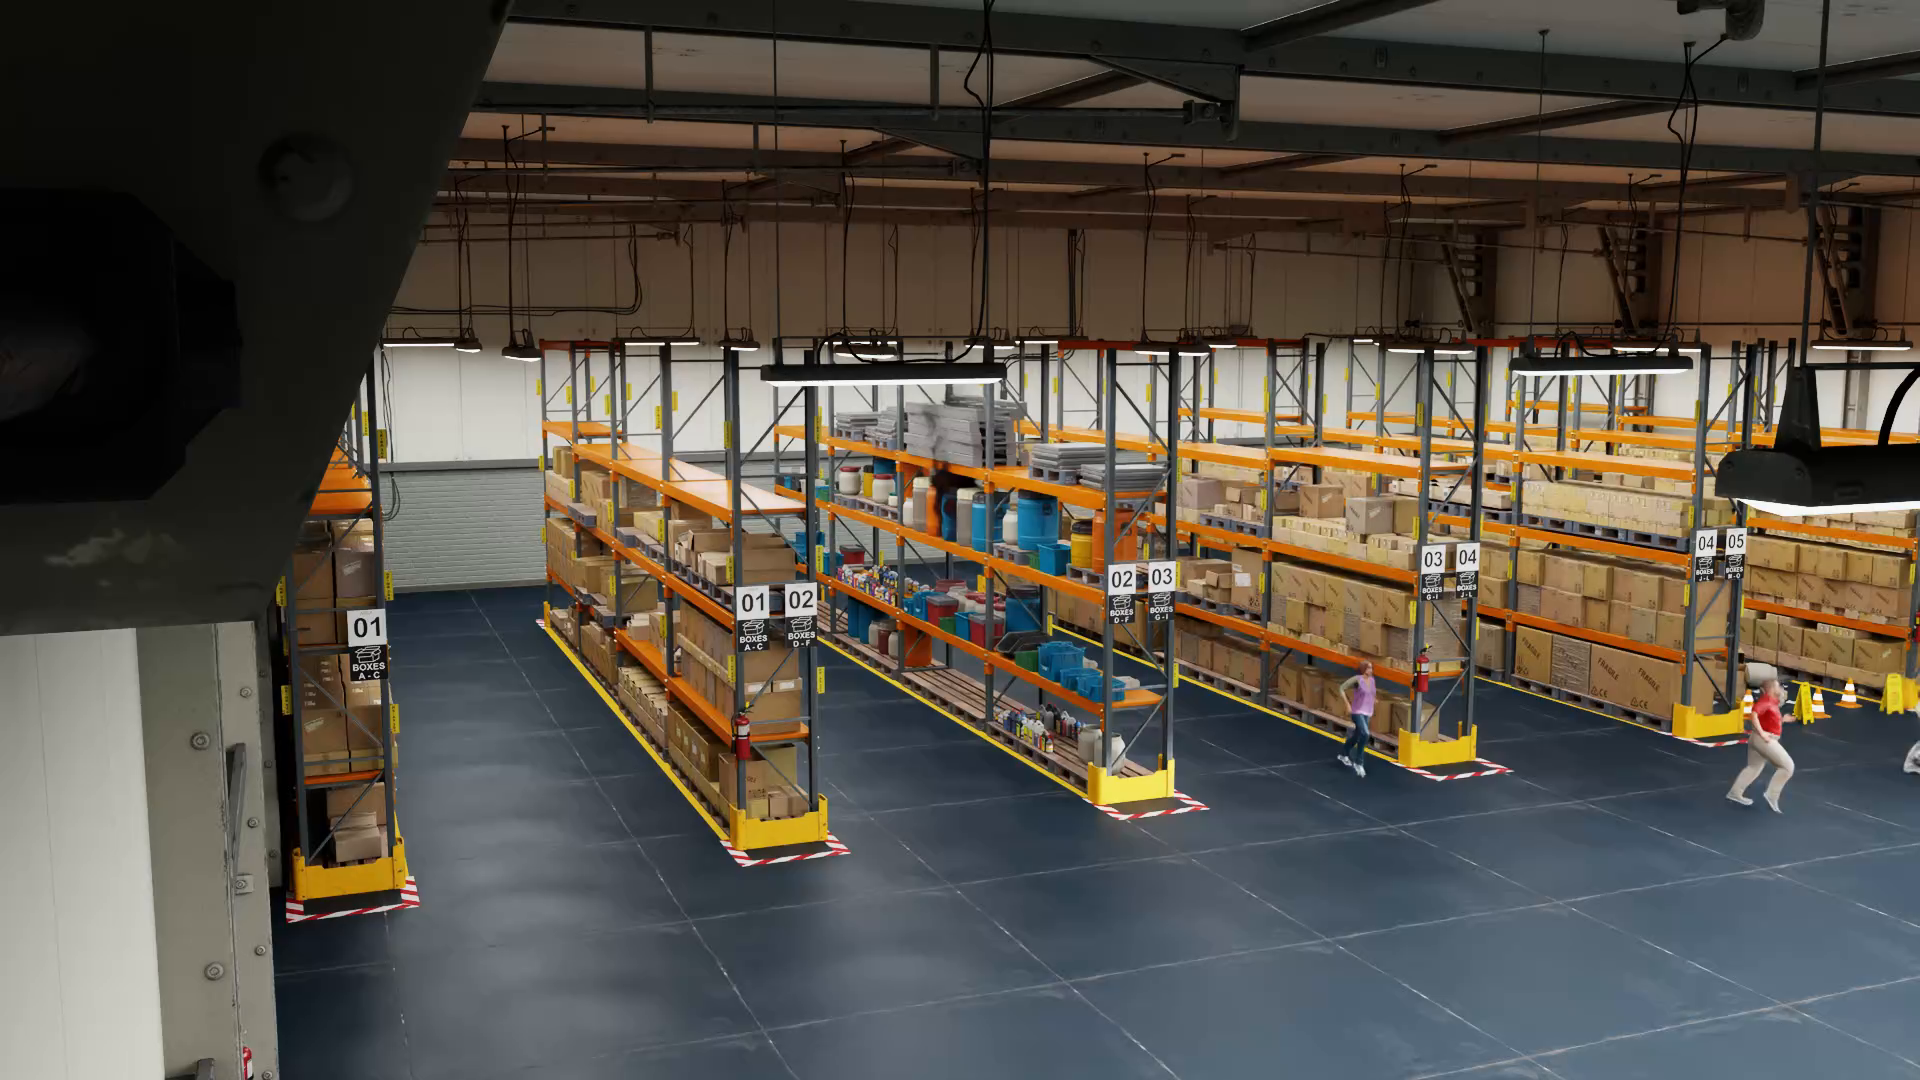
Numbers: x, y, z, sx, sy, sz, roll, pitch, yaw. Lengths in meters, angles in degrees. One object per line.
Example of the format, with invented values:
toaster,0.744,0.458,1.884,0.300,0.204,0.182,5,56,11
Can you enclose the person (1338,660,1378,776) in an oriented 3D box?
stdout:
person,5.680,2.496,23.635,0.526,1.624,0.670,-5,9,-32

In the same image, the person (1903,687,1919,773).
person,13.685,2.433,23.307,0.697,1.732,0.675,3,8,20

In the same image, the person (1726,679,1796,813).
person,10.487,2.684,21.735,0.803,1.768,0.640,1,8,10
